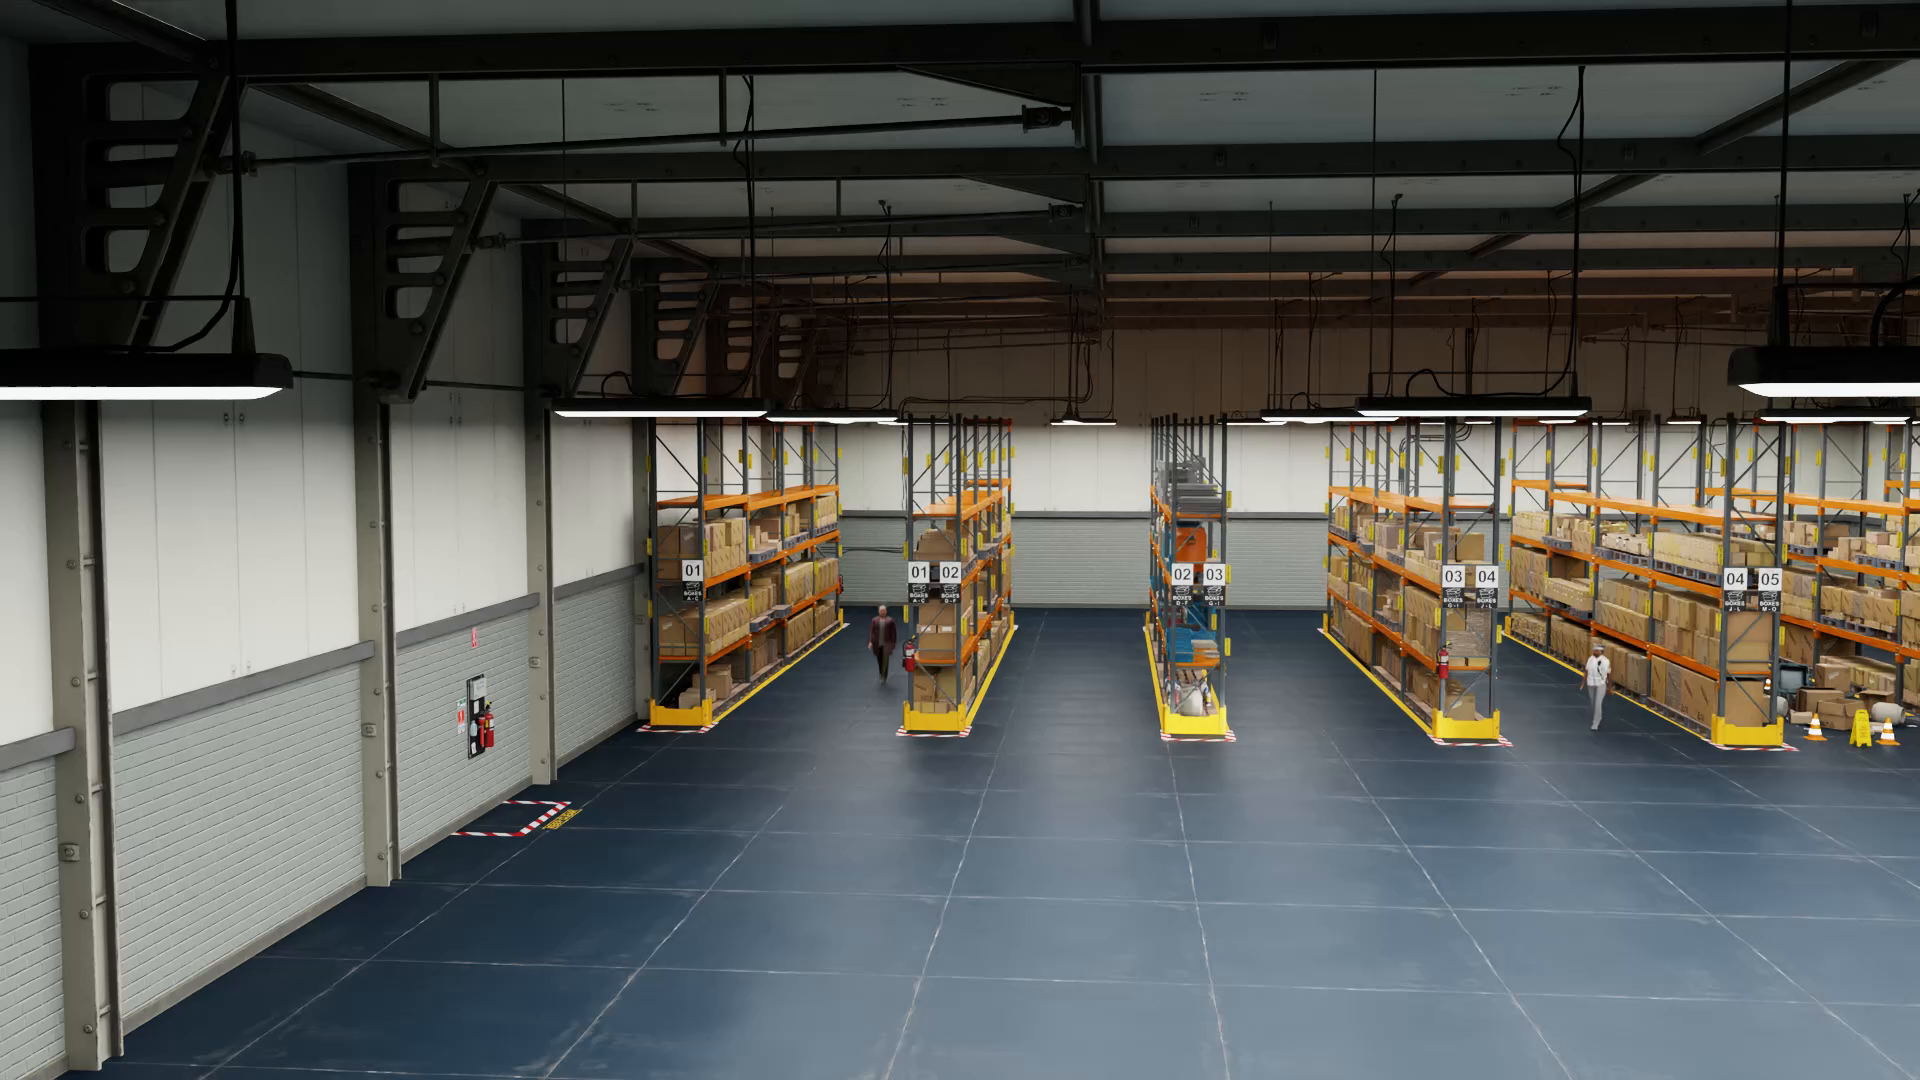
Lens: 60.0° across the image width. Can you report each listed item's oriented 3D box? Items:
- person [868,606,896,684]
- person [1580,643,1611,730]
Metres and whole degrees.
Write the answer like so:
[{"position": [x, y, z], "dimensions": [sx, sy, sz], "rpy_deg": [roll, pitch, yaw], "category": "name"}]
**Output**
[{"position": [-1.758, 2.326, 37.316], "dimensions": [0.602, 1.713, 1.141], "rpy_deg": [1, 4, 8], "category": "person"}, {"position": [12.155, 2.752, 31.729], "dimensions": [0.525, 1.615, 1.069], "rpy_deg": [3, 5, 38], "category": "person"}]
